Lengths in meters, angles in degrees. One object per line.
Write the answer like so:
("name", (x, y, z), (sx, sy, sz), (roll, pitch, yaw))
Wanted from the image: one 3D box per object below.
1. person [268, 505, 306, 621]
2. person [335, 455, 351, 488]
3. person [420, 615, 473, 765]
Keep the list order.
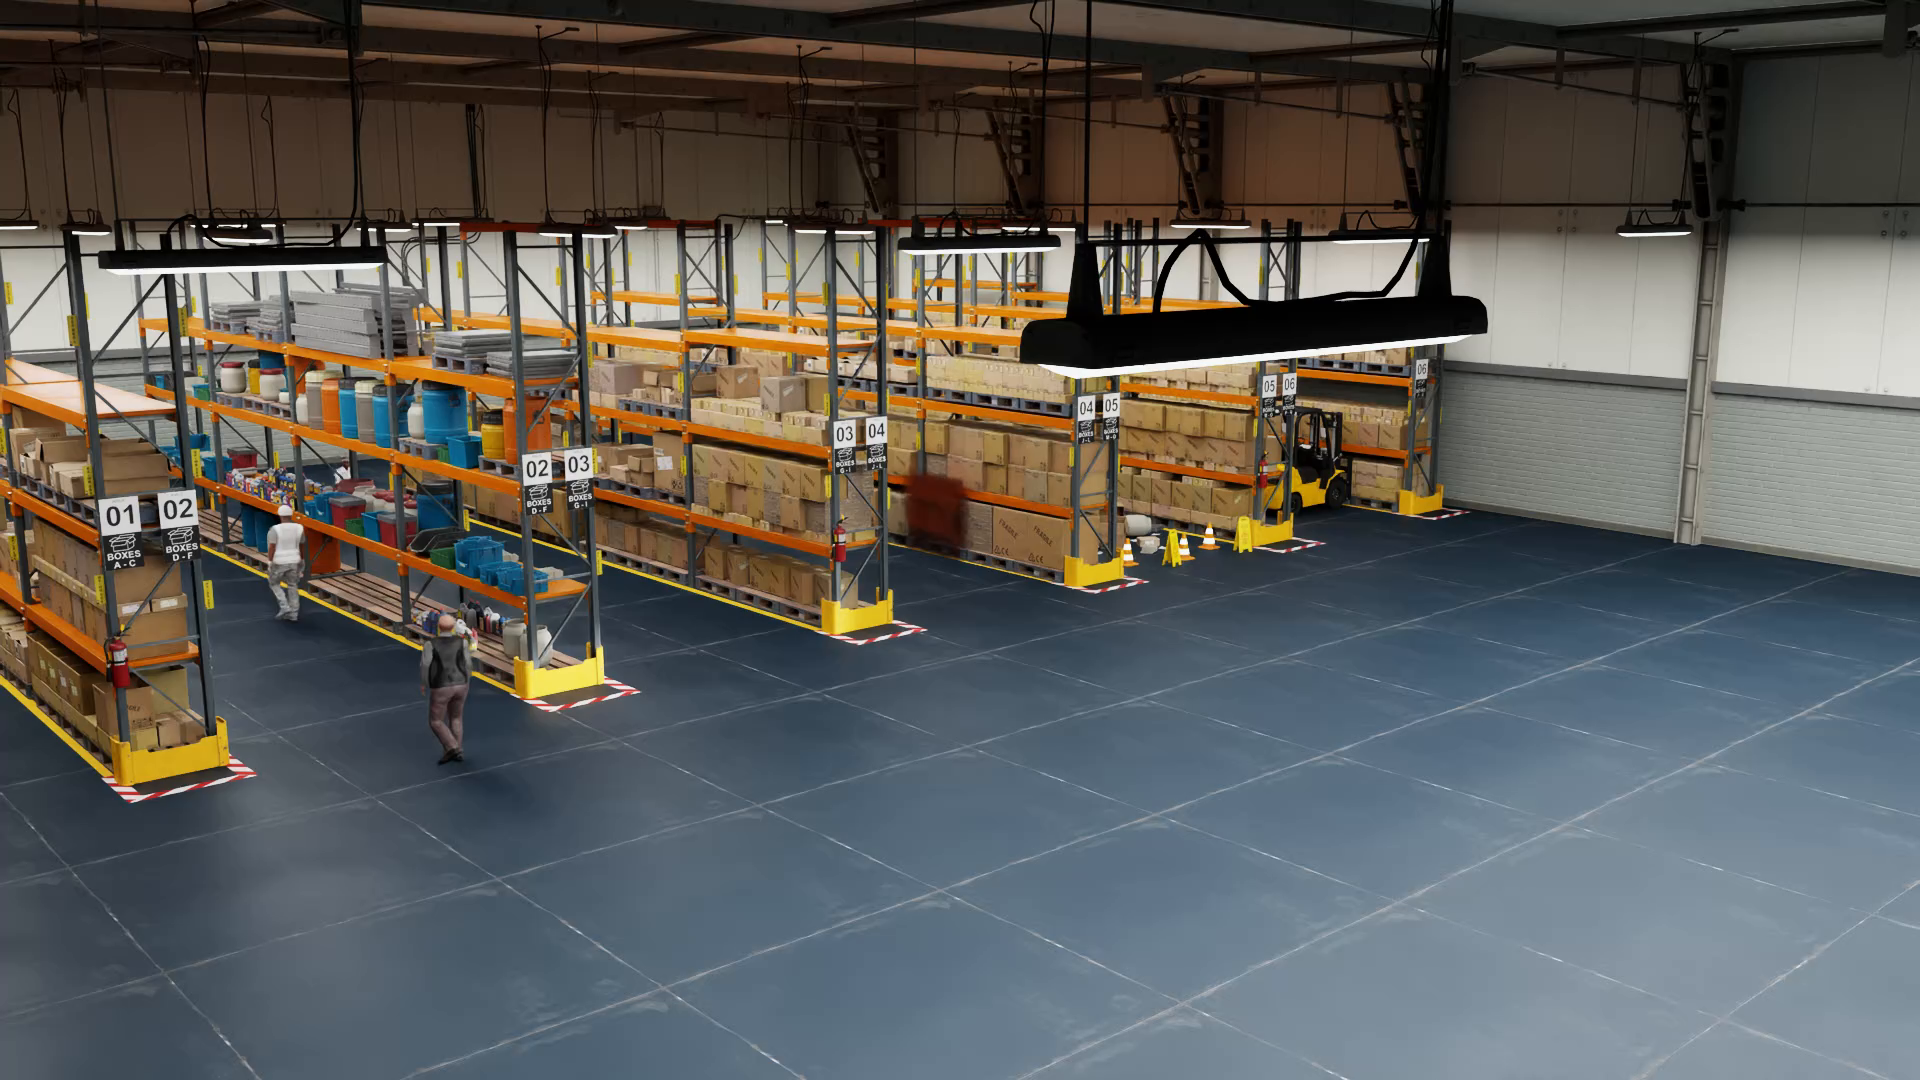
("person", (-10.340, 0.355, 25.558), (0.605, 1.782, 0.457), (-10, 15, -41))
("person", (-11.737, -0.834, 31.830), (0.453, 1.614, 1.051), (-10, 15, -42))
("person", (-5.836, 1.728, 19.046), (0.576, 1.695, 0.644), (-9, 15, -39))
